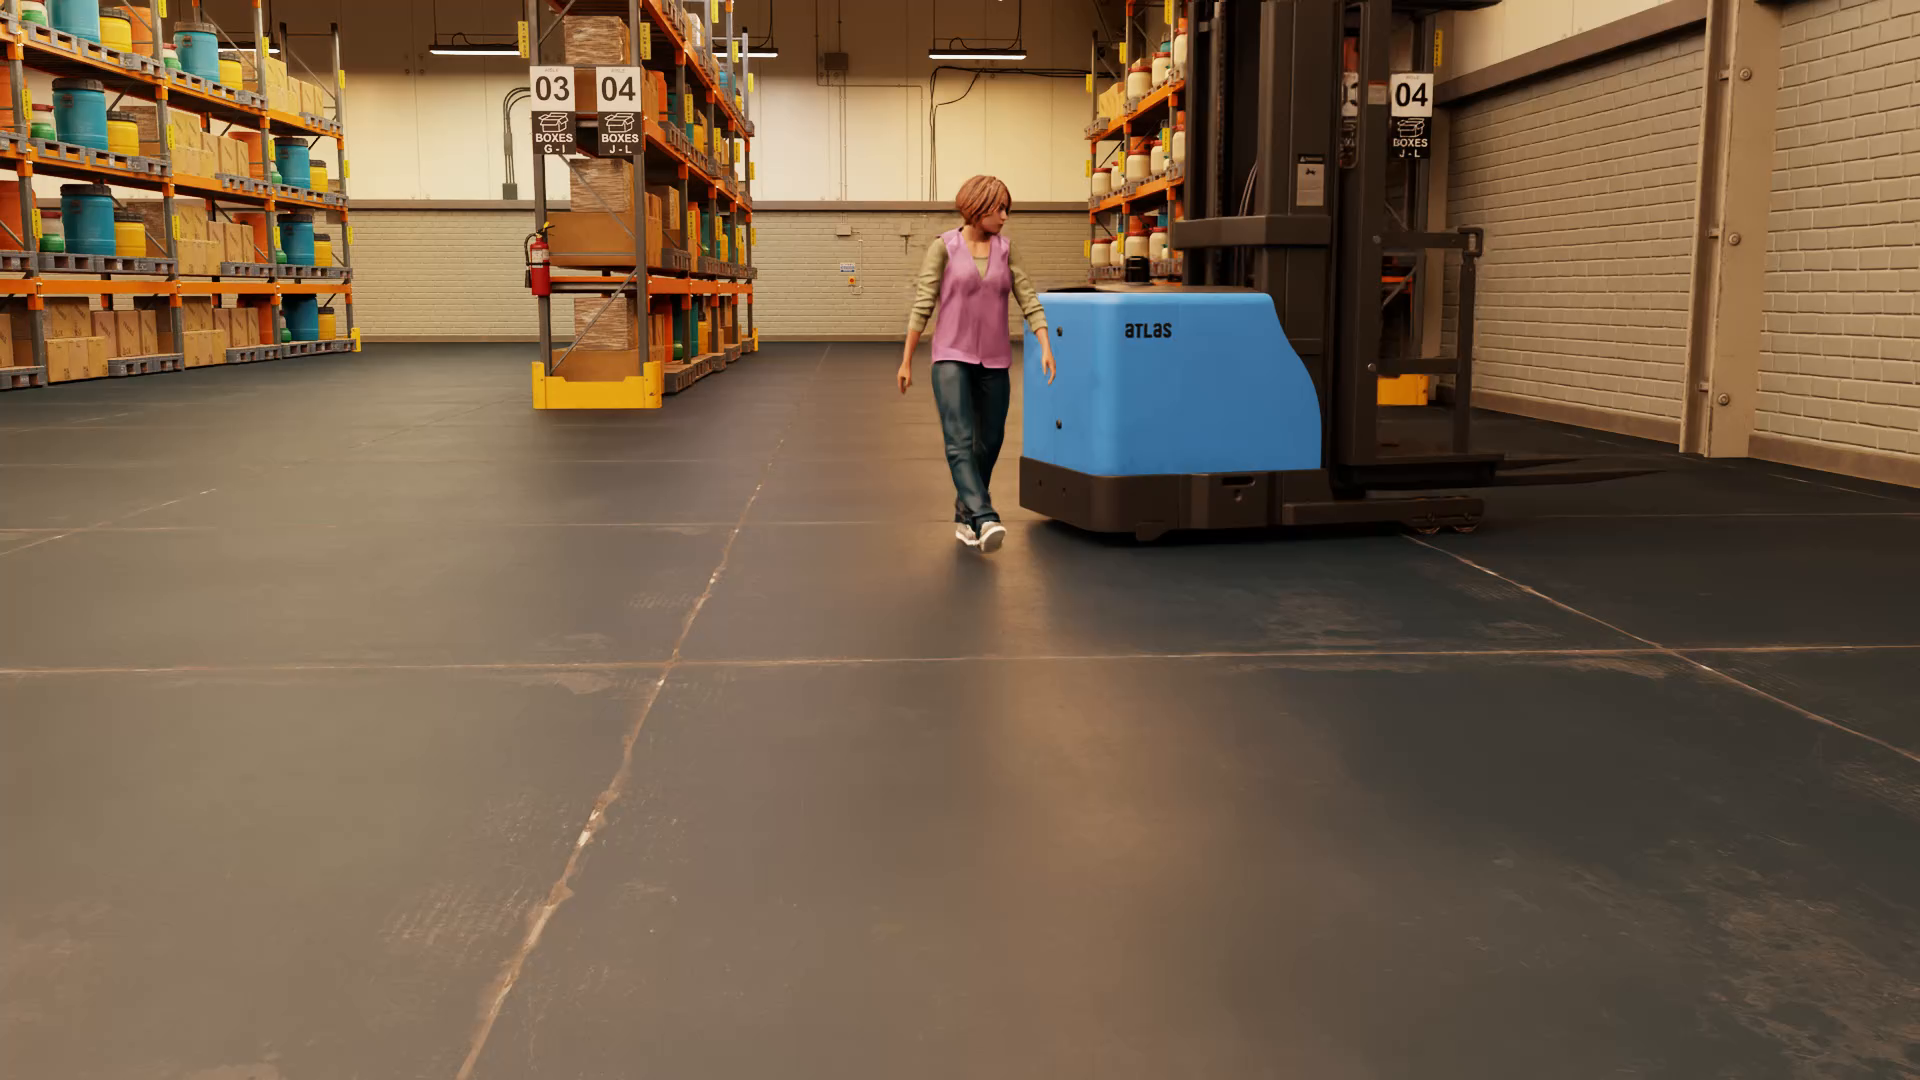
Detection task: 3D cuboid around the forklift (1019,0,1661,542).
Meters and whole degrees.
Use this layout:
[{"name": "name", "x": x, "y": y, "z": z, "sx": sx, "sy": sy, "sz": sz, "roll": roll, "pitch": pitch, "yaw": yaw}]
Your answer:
[{"name": "forklift", "x": 1.857, "y": -1.545, "z": 7.733, "sx": 3.031, "sy": 2.935, "sz": 1.130, "roll": -3, "pitch": 9, "yaw": -17}]

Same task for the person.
[{"name": "person", "x": 0.072, "y": -0.712, "z": 6.838, "sx": 0.583, "sy": 1.556, "sz": 0.828, "roll": -3, "pitch": 9, "yaw": -20}]
